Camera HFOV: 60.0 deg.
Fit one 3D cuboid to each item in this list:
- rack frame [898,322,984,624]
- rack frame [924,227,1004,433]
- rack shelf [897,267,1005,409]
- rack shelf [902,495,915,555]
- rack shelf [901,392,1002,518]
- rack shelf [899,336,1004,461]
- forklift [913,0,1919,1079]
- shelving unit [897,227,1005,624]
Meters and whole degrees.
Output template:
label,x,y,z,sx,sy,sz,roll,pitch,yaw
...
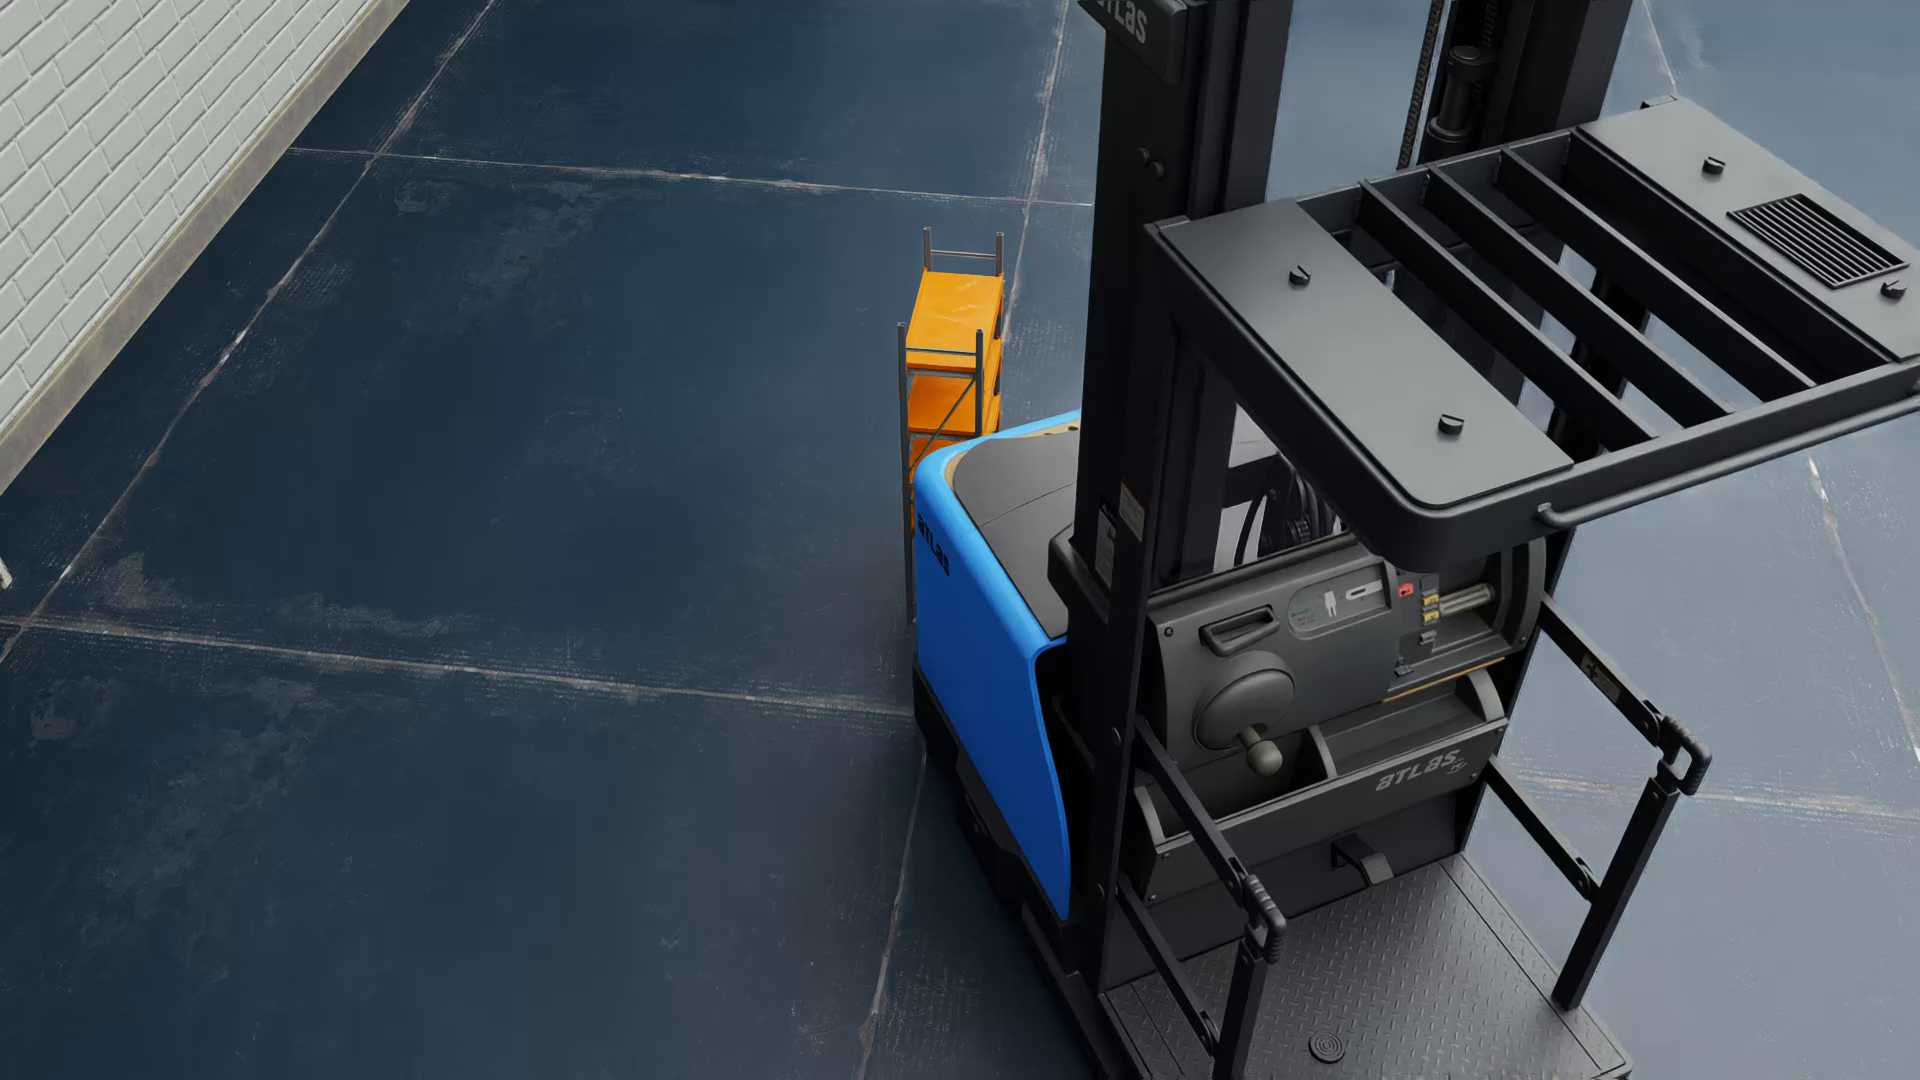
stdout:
label,x,y,z,sx,sy,sz,roll,pitch,yaw
rack frame,-0.054,-0.157,5.043,0.240,1.200,0.015,5,44,6
rack frame,0.010,-0.489,5.394,0.240,1.200,0.015,5,44,6
rack shelf,-0.022,-0.608,4.948,0.258,0.148,0.480,5,44,6
rack shelf,-0.022,-0.130,5.401,0.258,0.148,0.480,5,44,6
rack shelf,-0.022,-0.274,5.265,0.258,0.148,0.480,5,44,6
rack shelf,-0.022,-0.436,5.111,0.258,0.148,0.480,5,44,6
forklift,0.911,0.285,3.317,1.130,2.935,3.031,-17,46,-17
shelving unit,-0.022,-0.323,5.218,0.258,1.200,0.503,5,44,6
